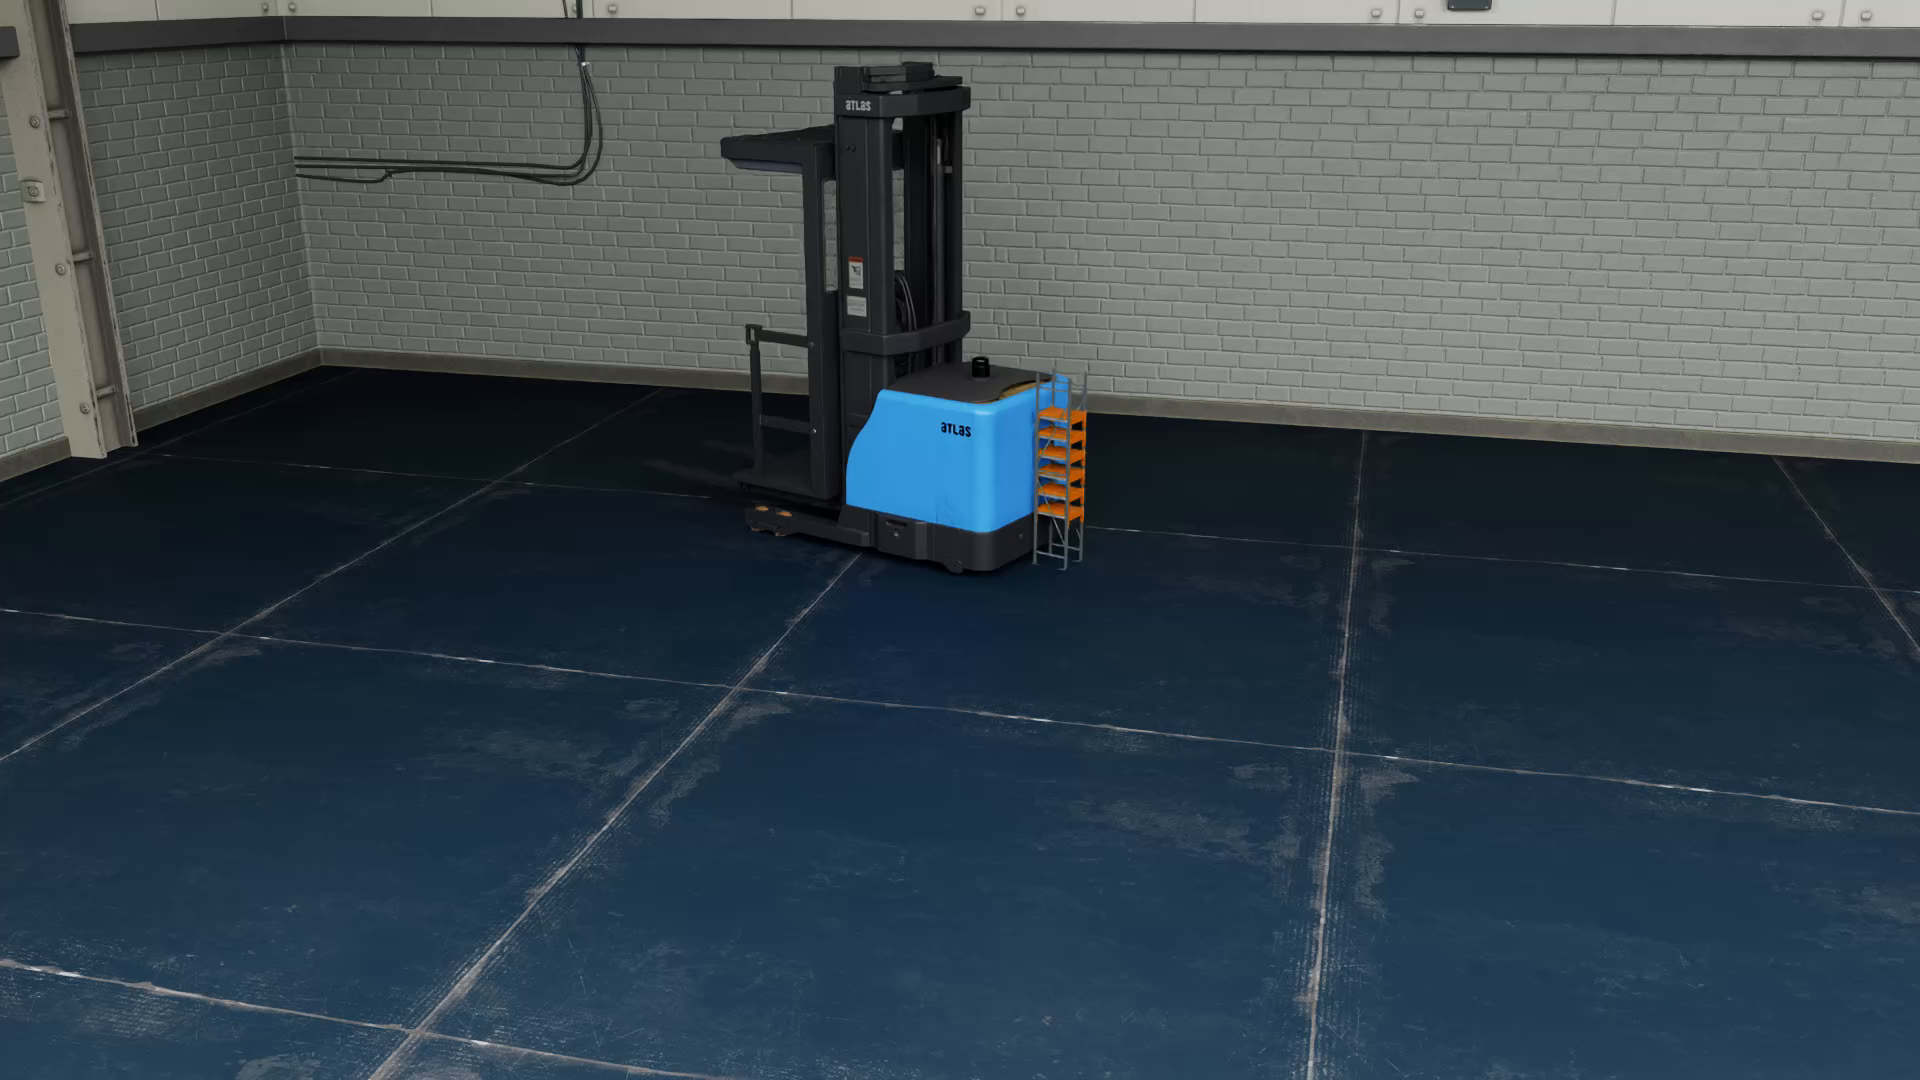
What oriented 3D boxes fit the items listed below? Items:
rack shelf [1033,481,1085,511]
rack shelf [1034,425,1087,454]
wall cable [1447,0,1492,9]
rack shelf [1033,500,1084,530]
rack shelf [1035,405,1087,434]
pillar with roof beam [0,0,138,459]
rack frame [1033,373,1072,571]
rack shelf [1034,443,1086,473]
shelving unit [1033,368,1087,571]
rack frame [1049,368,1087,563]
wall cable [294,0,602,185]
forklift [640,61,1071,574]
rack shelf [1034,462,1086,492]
[{"bbox_3d":[0.604,-0.268,10.125,0.258,0.103,0.180,12,22,32],"label":"rack shelf"},{"bbox_3d":[0.604,-0.609,10.009,0.258,0.103,0.180,12,22,32],"label":"rack shelf"},{"bbox_3d":[4.668,-6.617,10.877,2.305,6.003,0.169,5,19,13],"label":"wall cable"},{"bbox_3d":[0.604,-0.155,10.164,0.258,0.103,0.180,12,22,32],"label":"rack shelf"},{"bbox_3d":[0.605,-0.723,9.970,0.258,0.103,0.180,12,22,32],"label":"rack shelf"},{"bbox_3d":[-2.361,-4.603,10.243,9.100,9.000,0.400,5,19,13],"label":"pillar with roof beam"},{"bbox_3d":[0.553,-0.399,10.000,0.240,1.200,0.006,12,22,32],"label":"rack frame"},{"bbox_3d":[0.604,-0.495,10.048,0.258,0.103,0.180,12,22,32],"label":"rack shelf"},{"bbox_3d":[0.604,-0.424,10.072,0.258,1.200,0.189,12,22,32],"label":"shelving unit"},{"bbox_3d":[0.656,-0.448,10.144,0.240,1.200,0.006,12,22,32],"label":"rack frame"},{"bbox_3d":[-4.533,-4.293,14.138,3.097,2.526,0.112,5,19,13],"label":"wall cable"},{"bbox_3d":[-0.796,-1.533,10.642,3.031,2.935,1.130,12,22,32],"label":"forklift"},{"bbox_3d":[0.604,-0.382,10.086,0.258,0.103,0.180,12,22,32],"label":"rack shelf"}]
